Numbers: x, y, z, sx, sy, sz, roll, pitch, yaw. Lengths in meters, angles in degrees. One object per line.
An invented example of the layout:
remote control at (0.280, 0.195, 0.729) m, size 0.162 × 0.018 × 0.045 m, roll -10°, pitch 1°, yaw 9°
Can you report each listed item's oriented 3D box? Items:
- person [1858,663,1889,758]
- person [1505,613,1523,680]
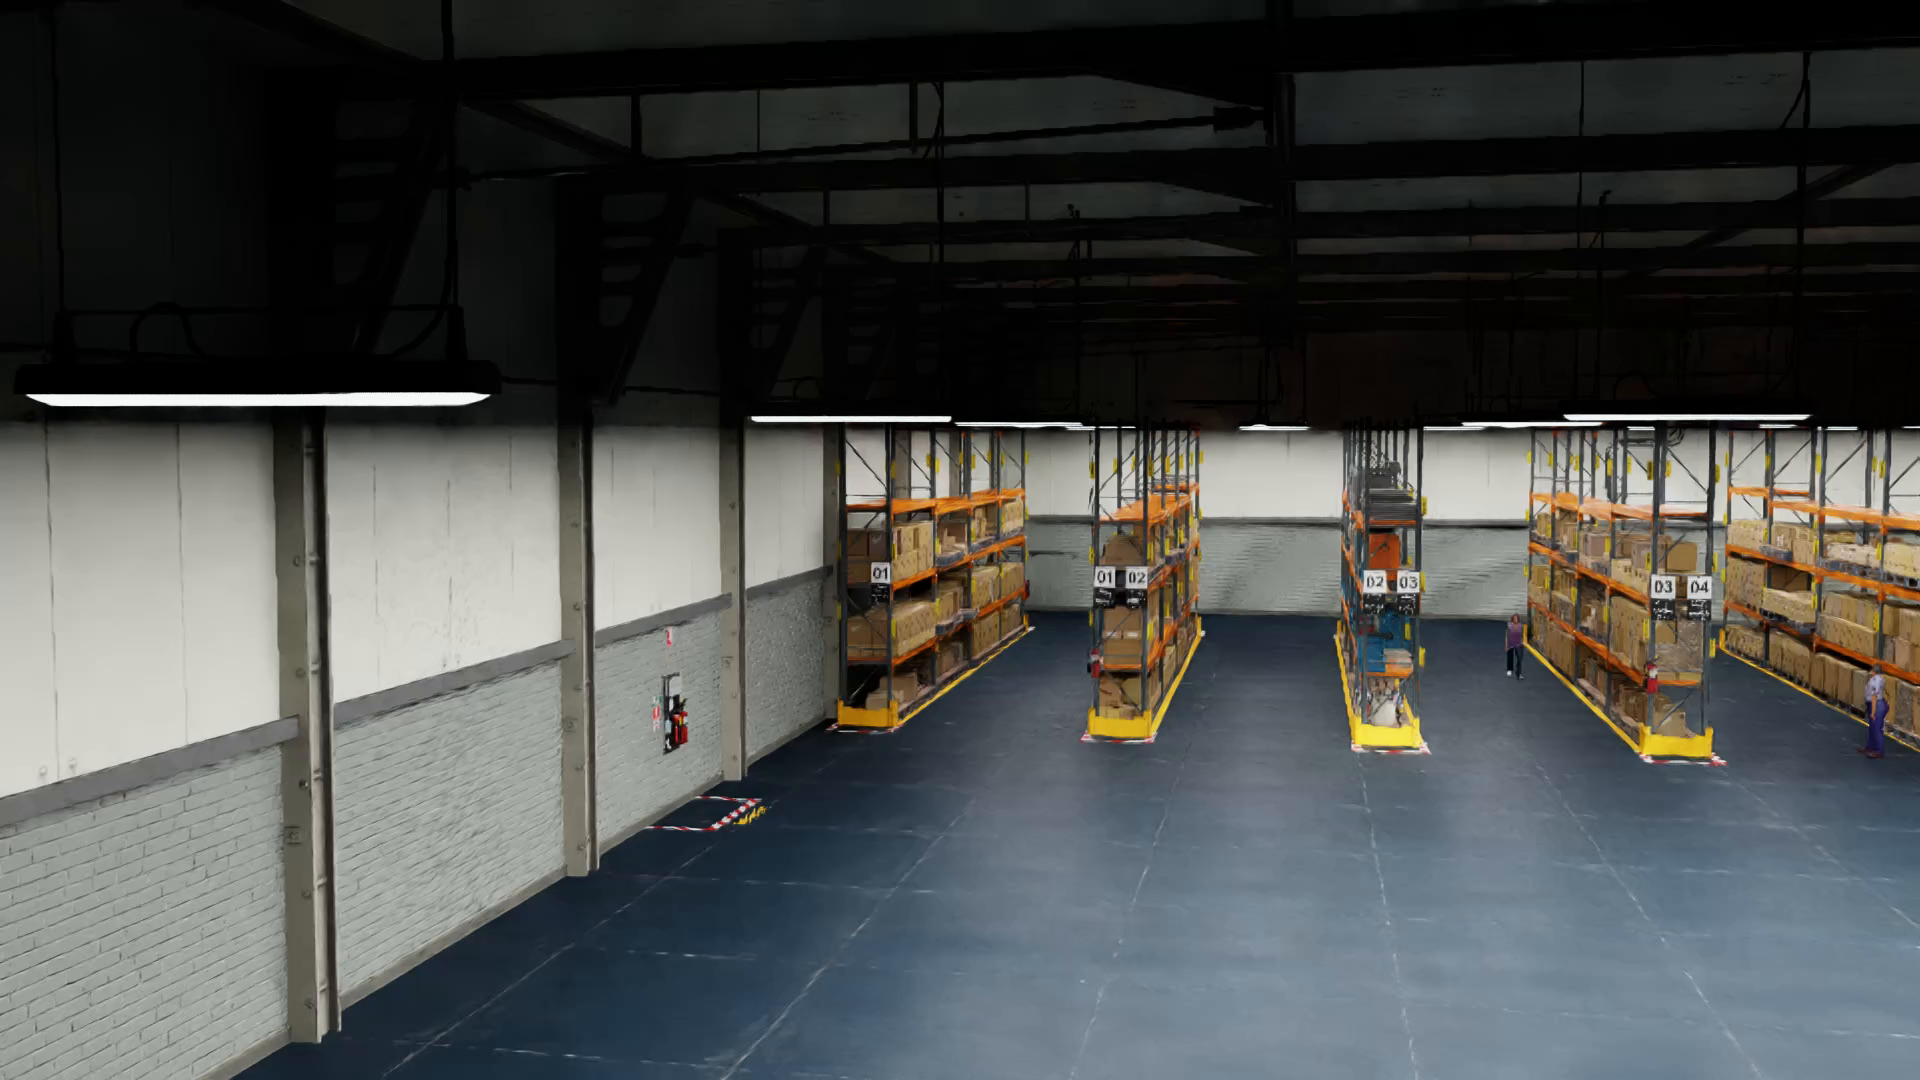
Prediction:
person at (16.106, 2.988, 29.326) m, size 0.474 × 1.651 × 0.523 m, roll 3°, pitch 5°, yaw 42°
person at (12.868, 2.444, 38.621) m, size 0.417 × 1.515 × 1.037 m, roll 1°, pitch 4°, yaw 14°
